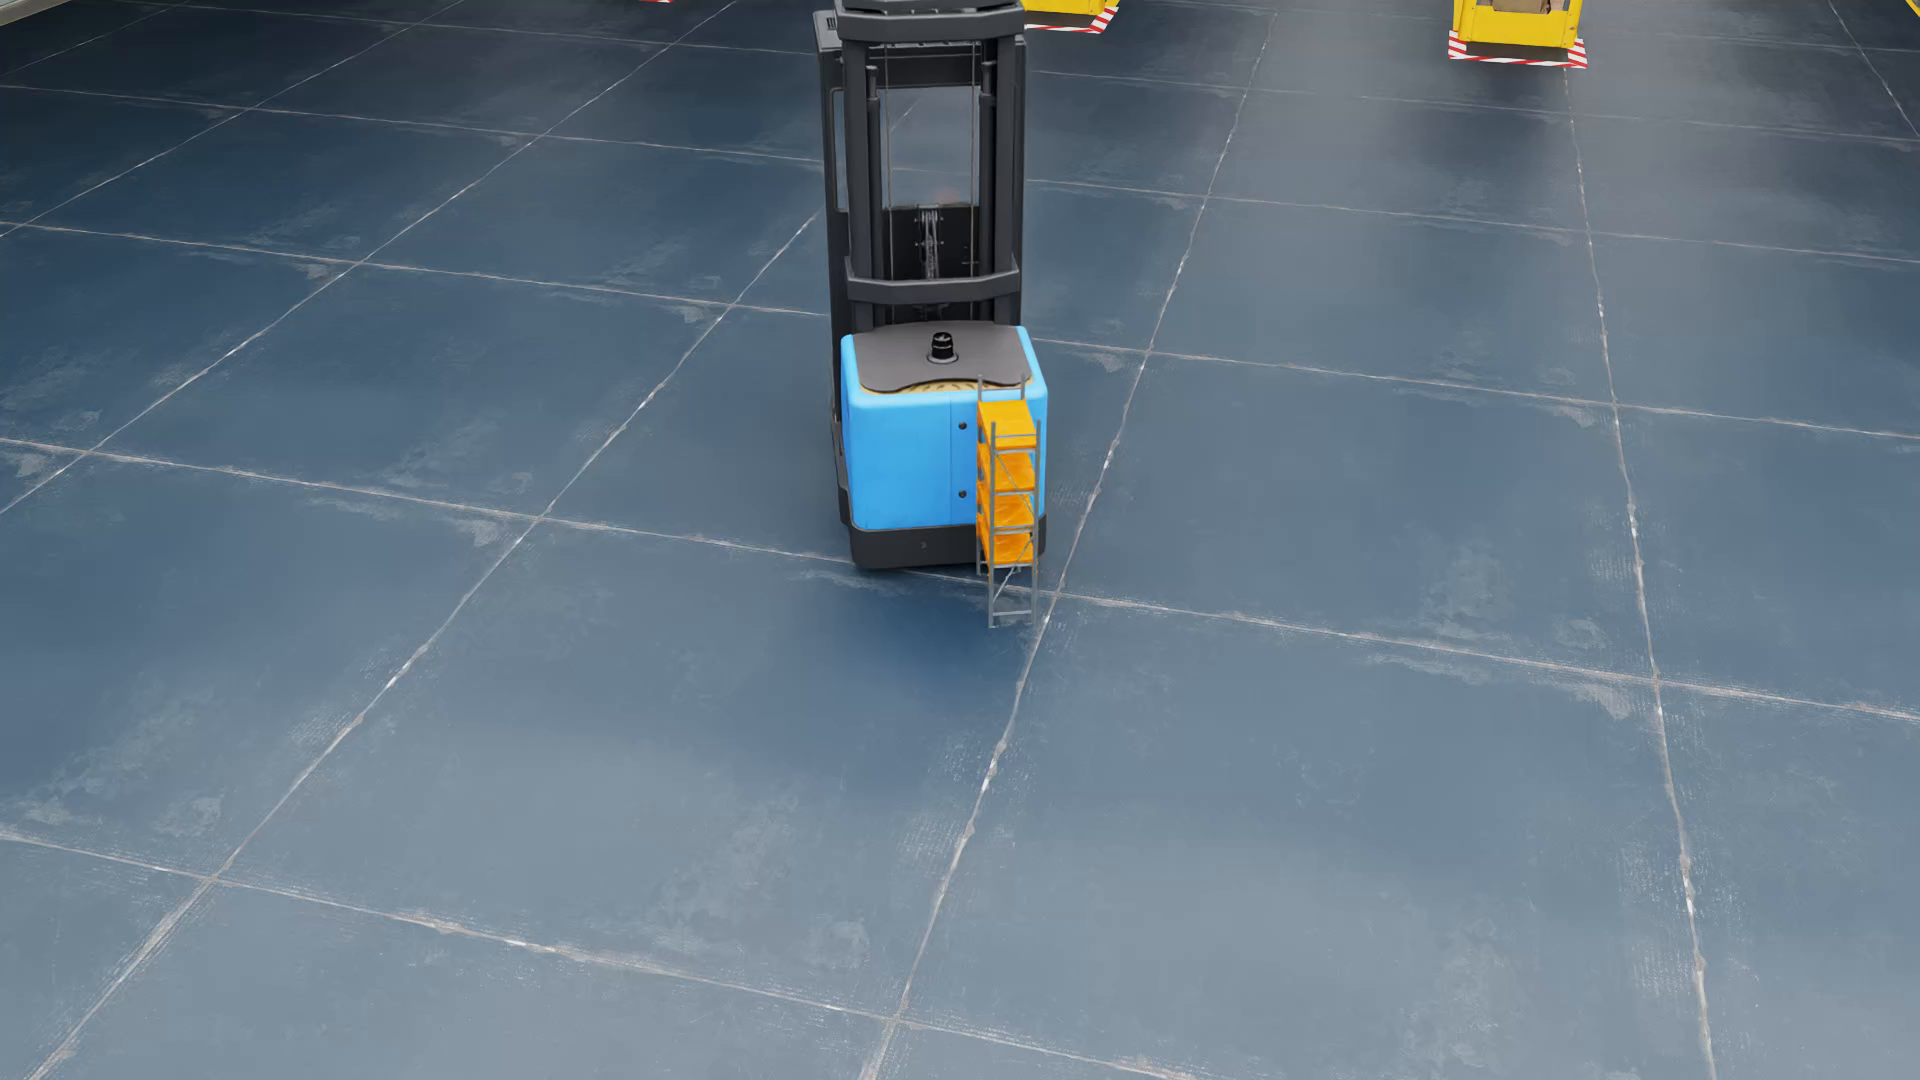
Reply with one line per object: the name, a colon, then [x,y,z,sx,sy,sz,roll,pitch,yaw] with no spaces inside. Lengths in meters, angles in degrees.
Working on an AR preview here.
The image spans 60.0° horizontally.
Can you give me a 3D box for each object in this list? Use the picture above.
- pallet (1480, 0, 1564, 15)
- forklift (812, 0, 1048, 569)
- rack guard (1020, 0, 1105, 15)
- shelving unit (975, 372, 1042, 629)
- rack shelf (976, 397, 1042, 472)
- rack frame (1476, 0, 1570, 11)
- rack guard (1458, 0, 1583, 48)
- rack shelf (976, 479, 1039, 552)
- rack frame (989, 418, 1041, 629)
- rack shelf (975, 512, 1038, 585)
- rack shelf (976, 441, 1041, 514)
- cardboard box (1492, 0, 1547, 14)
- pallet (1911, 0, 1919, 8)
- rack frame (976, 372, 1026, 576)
pallet: [6.099,-5.783,18.150,1.003,0.211,1.213,8,33,12]
forklift: [-0.225,-1.855,9.436,1.130,2.935,3.031,-4,33,-6]
rack guard: [1.022,-6.169,18.488,1.175,0.500,0.348,8,33,12]
shelving unit: [0.238,-0.193,8.435,0.258,1.200,0.503,-4,33,-6]
rack shelf: [0.238,-0.524,8.224,0.258,0.148,0.480,-4,33,-6]
rack frame: [5.840,-6.504,16.685,1.000,3.000,0.127,8,33,12]
rack guard: [5.859,-5.488,17.417,1.175,0.500,0.348,8,33,12]
rack shelf: [0.238,-0.136,8.471,0.258,0.148,0.480,-4,33,-6]
rack frame: [0.267,-0.063,8.230,0.240,1.200,0.015,-4,33,-6]
rack shelf: [0.238,0.032,8.577,0.258,0.148,0.480,-4,33,-6]
rack shelf: [0.238,-0.325,8.351,0.258,0.148,0.480,-4,33,-6]
cardboard box: [6.014,-5.948,17.749,0.500,0.500,0.500,14,35,21]
pallet: [11.358,-6.291,18.949,1.003,0.211,1.213,8,33,12]
rack frame: [0.209,-0.323,8.639,0.240,1.200,0.015,-4,33,-6]
